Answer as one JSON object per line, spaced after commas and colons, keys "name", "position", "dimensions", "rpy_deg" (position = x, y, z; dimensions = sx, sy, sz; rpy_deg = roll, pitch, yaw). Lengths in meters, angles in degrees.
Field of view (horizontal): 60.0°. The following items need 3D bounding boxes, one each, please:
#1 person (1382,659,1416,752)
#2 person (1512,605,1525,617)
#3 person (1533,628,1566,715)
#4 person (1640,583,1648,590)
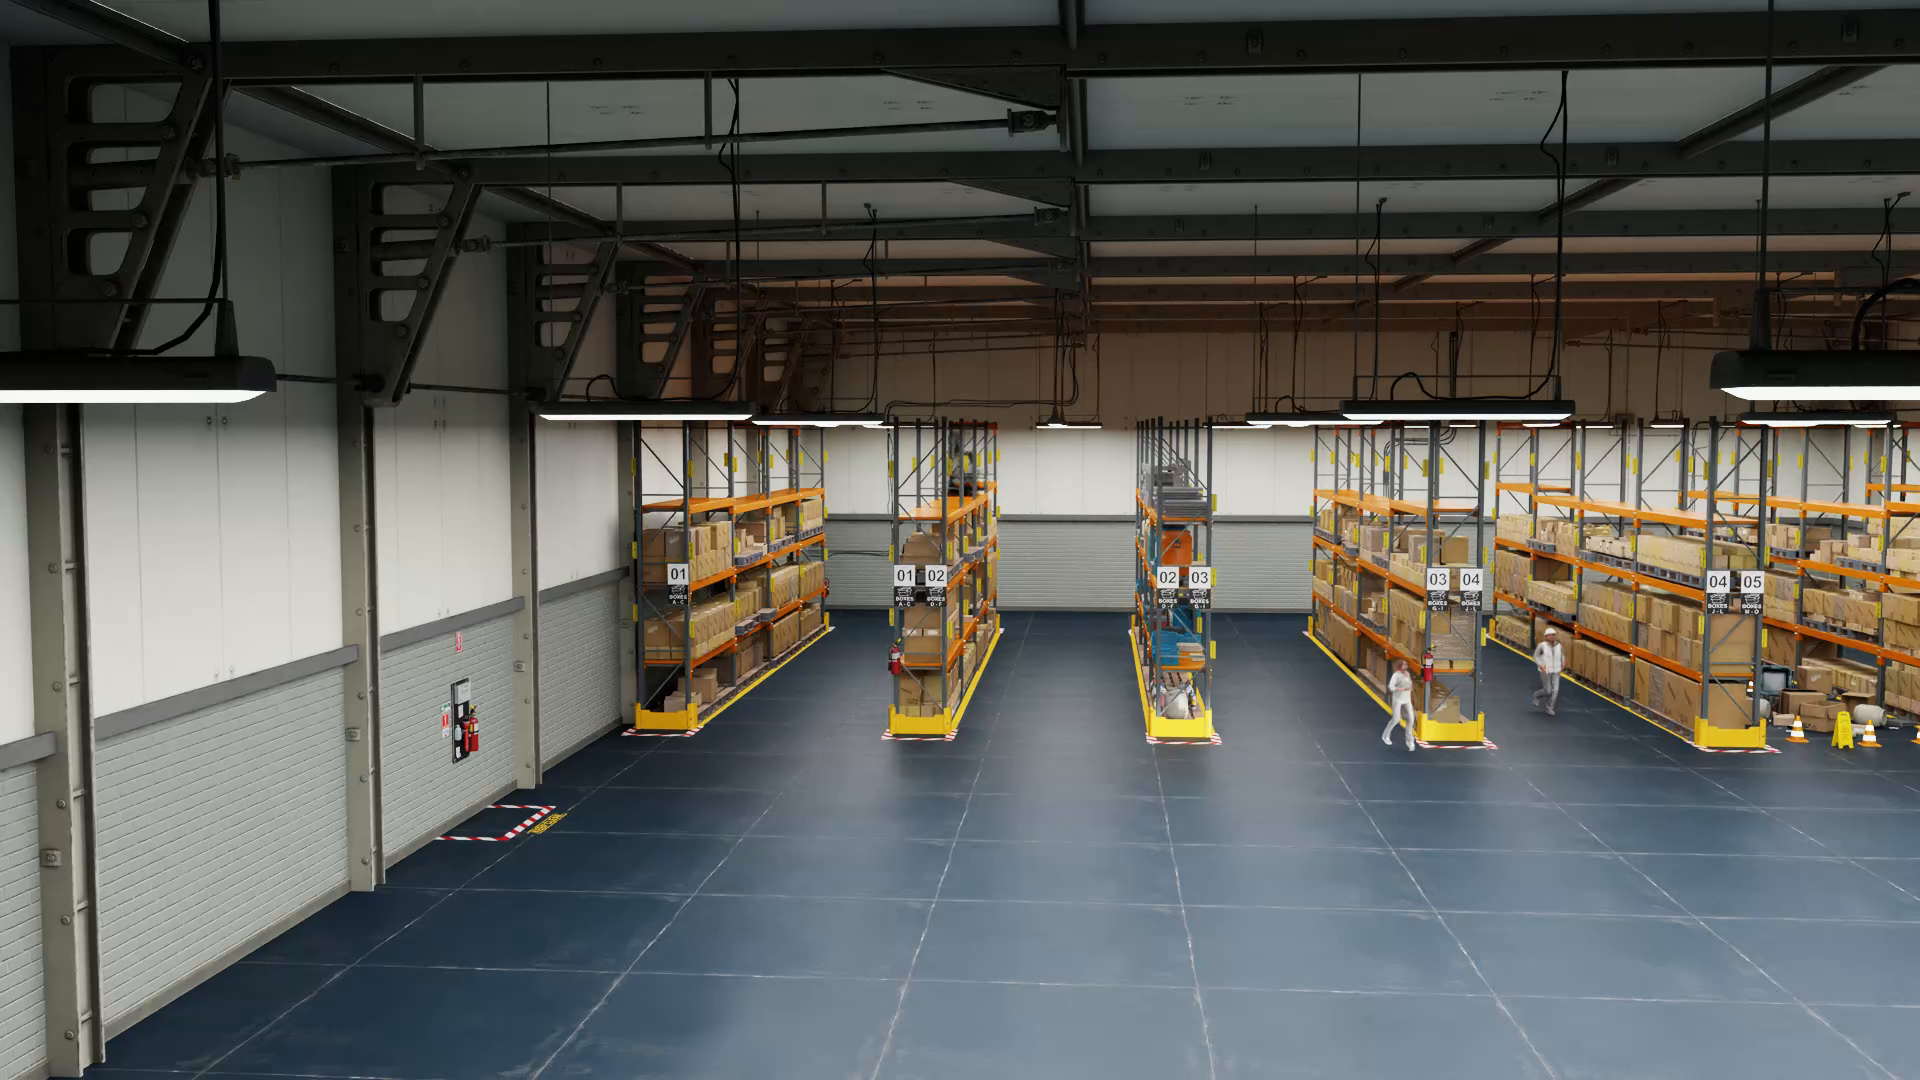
{"name": "person", "position": [7.945, 2.956, 30.017], "dimensions": [0.535, 1.639, 0.710], "rpy_deg": [-2, 4, -26]}
{"name": "person", "position": [15.878, 1.834, 47.197], "dimensions": [0.536, 1.625, 0.636], "rpy_deg": [0, 4, 4]}
{"name": "person", "position": [11.980, 2.658, 33.785], "dimensions": [0.661, 1.751, 0.642], "rpy_deg": [0, 4, -5]}
{"name": "person", "position": [19.423, 1.819, 47.254], "dimensions": [0.642, 1.686, 0.576], "rpy_deg": [0, 4, -2]}
